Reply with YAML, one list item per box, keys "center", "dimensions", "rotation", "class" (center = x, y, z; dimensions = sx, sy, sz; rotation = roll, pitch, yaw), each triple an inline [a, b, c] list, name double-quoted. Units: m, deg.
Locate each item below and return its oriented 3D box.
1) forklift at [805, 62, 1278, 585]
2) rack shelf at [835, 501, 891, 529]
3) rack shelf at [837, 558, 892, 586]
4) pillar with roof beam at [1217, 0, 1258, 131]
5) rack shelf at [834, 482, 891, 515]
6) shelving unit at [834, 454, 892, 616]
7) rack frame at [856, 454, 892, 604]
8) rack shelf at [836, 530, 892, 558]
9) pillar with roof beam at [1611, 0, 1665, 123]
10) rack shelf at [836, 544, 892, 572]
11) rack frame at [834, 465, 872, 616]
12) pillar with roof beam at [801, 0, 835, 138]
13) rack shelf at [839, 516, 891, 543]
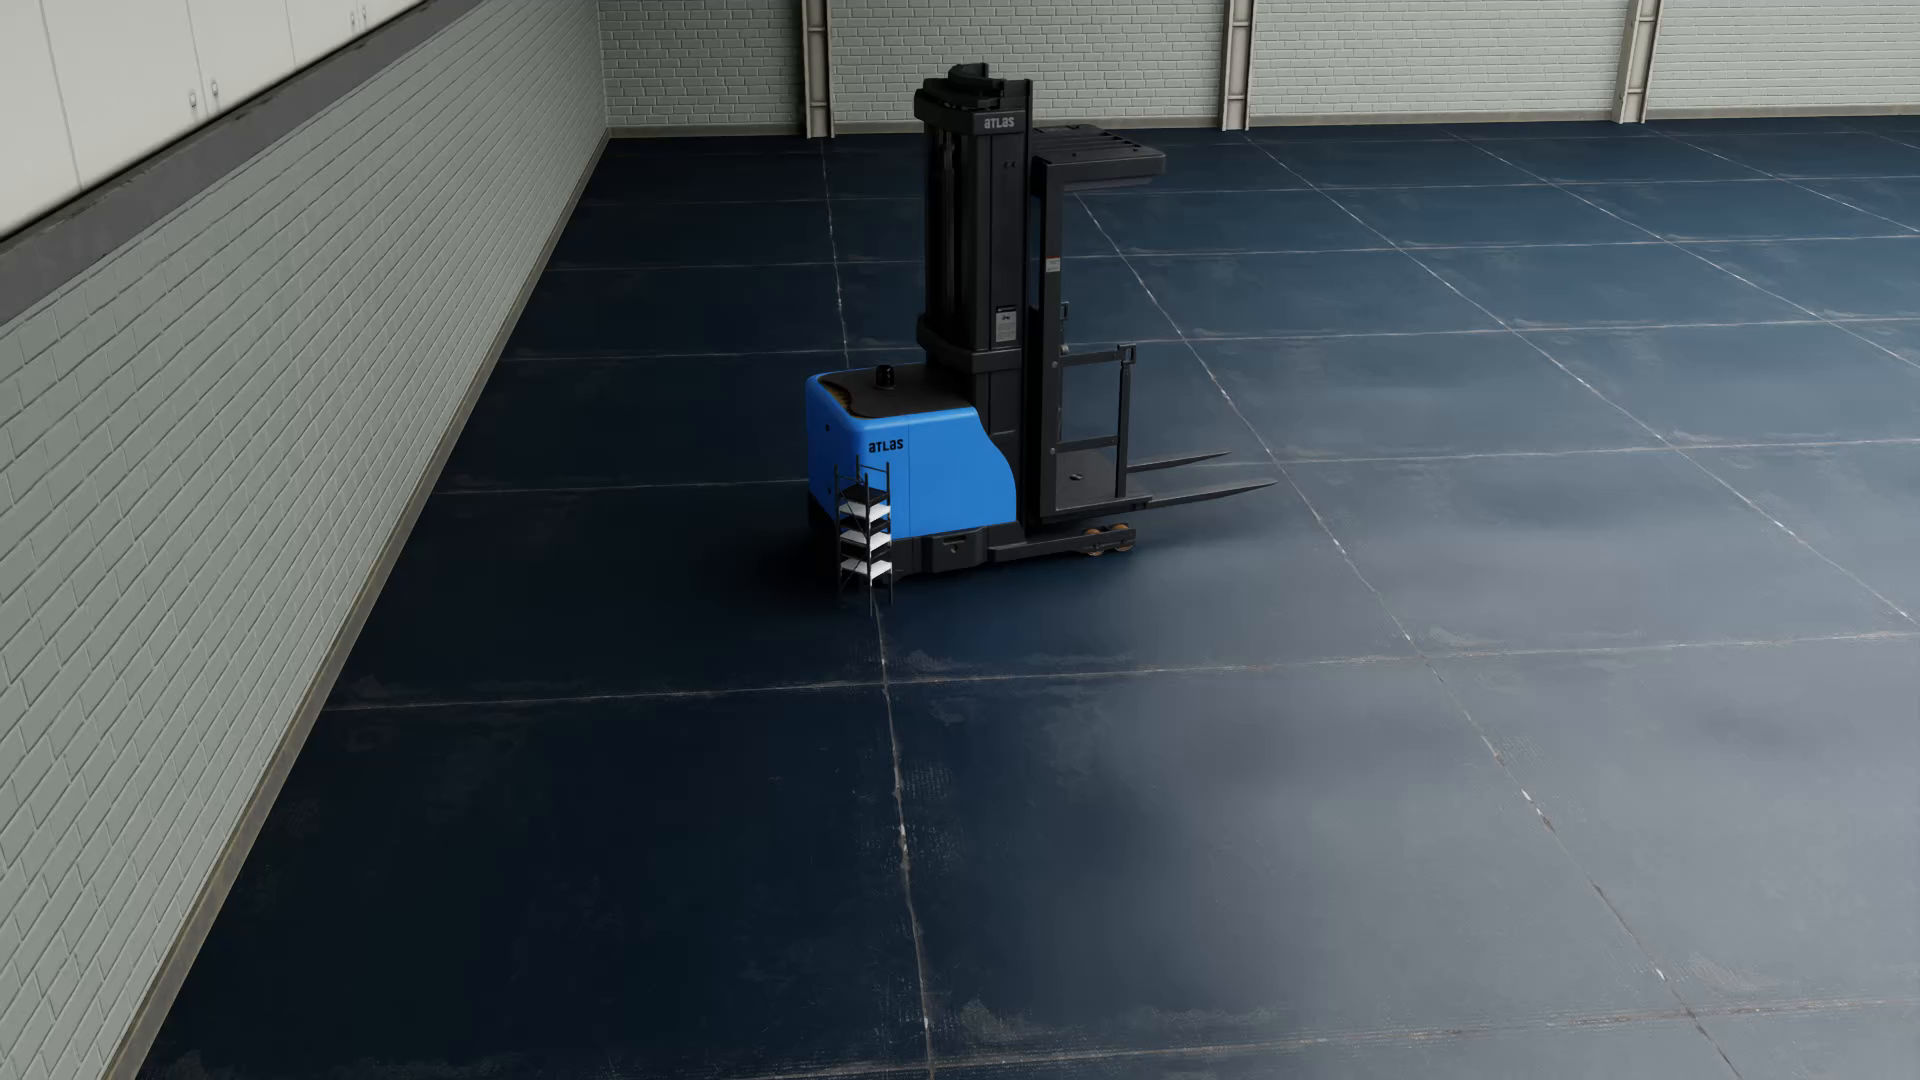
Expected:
- center: [0.586, -1.430, 10.359]
  dimensions: [3.031, 2.935, 1.130]
  rotation: [-9, 25, -19]
  class: "forklift"
- center: [-0.561, -0.159, 9.639]
  dimensions: [0.258, 0.077, 0.200]
  rotation: [15, 28, 31]
  class: "rack shelf"
- center: [-0.561, 0.170, 9.785]
  dimensions: [0.258, 0.077, 0.200]
  rotation: [15, 28, 31]
  class: "rack shelf"
- center: [4.403, -8.377, 18.518]
  dimensions: [0.400, 9.000, 9.100]
  rotation: [-2, 24, -5]
  class: "pillar with roof beam"
- center: [-0.561, -0.241, 9.602]
  dimensions: [0.258, 0.077, 0.200]
  rotation: [15, 28, 31]
  class: "rack shelf"
- center: [-0.561, -0.025, 9.698]
  dimensions: [0.258, 0.900, 0.210]
  rotation: [15, 28, 31]
  class: "shelving unit"
- center: [-0.504, -0.059, 9.775]
  dimensions: [0.240, 0.900, 0.006]
  rotation: [15, 28, 31]
  class: "rack frame"
- center: [-0.561, 0.006, 9.712]
  dimensions: [0.258, 0.077, 0.200]
  rotation: [15, 28, 31]
  class: "rack shelf"
- center: [10.374, -8.617, 19.057]
  dimensions: [0.400, 9.000, 9.100]
  rotation: [-2, 24, -5]
  class: "pillar with roof beam"
- center: [-0.561, 0.088, 9.748]
  dimensions: [0.258, 0.077, 0.200]
  rotation: [15, 28, 31]
  class: "rack shelf"
- center: [-0.619, 0.009, 9.621]
  dimensions: [0.240, 0.900, 0.006]
  rotation: [15, 28, 31]
  class: "rack frame"
- center: [-1.568, -8.138, 17.979]
  dimensions: [0.400, 9.000, 9.100]
  rotation: [-2, 24, -5]
  class: "pillar with roof beam"
- center: [-0.561, -0.077, 9.675]
  dimensions: [0.258, 0.077, 0.200]
  rotation: [15, 28, 31]
  class: "rack shelf"
